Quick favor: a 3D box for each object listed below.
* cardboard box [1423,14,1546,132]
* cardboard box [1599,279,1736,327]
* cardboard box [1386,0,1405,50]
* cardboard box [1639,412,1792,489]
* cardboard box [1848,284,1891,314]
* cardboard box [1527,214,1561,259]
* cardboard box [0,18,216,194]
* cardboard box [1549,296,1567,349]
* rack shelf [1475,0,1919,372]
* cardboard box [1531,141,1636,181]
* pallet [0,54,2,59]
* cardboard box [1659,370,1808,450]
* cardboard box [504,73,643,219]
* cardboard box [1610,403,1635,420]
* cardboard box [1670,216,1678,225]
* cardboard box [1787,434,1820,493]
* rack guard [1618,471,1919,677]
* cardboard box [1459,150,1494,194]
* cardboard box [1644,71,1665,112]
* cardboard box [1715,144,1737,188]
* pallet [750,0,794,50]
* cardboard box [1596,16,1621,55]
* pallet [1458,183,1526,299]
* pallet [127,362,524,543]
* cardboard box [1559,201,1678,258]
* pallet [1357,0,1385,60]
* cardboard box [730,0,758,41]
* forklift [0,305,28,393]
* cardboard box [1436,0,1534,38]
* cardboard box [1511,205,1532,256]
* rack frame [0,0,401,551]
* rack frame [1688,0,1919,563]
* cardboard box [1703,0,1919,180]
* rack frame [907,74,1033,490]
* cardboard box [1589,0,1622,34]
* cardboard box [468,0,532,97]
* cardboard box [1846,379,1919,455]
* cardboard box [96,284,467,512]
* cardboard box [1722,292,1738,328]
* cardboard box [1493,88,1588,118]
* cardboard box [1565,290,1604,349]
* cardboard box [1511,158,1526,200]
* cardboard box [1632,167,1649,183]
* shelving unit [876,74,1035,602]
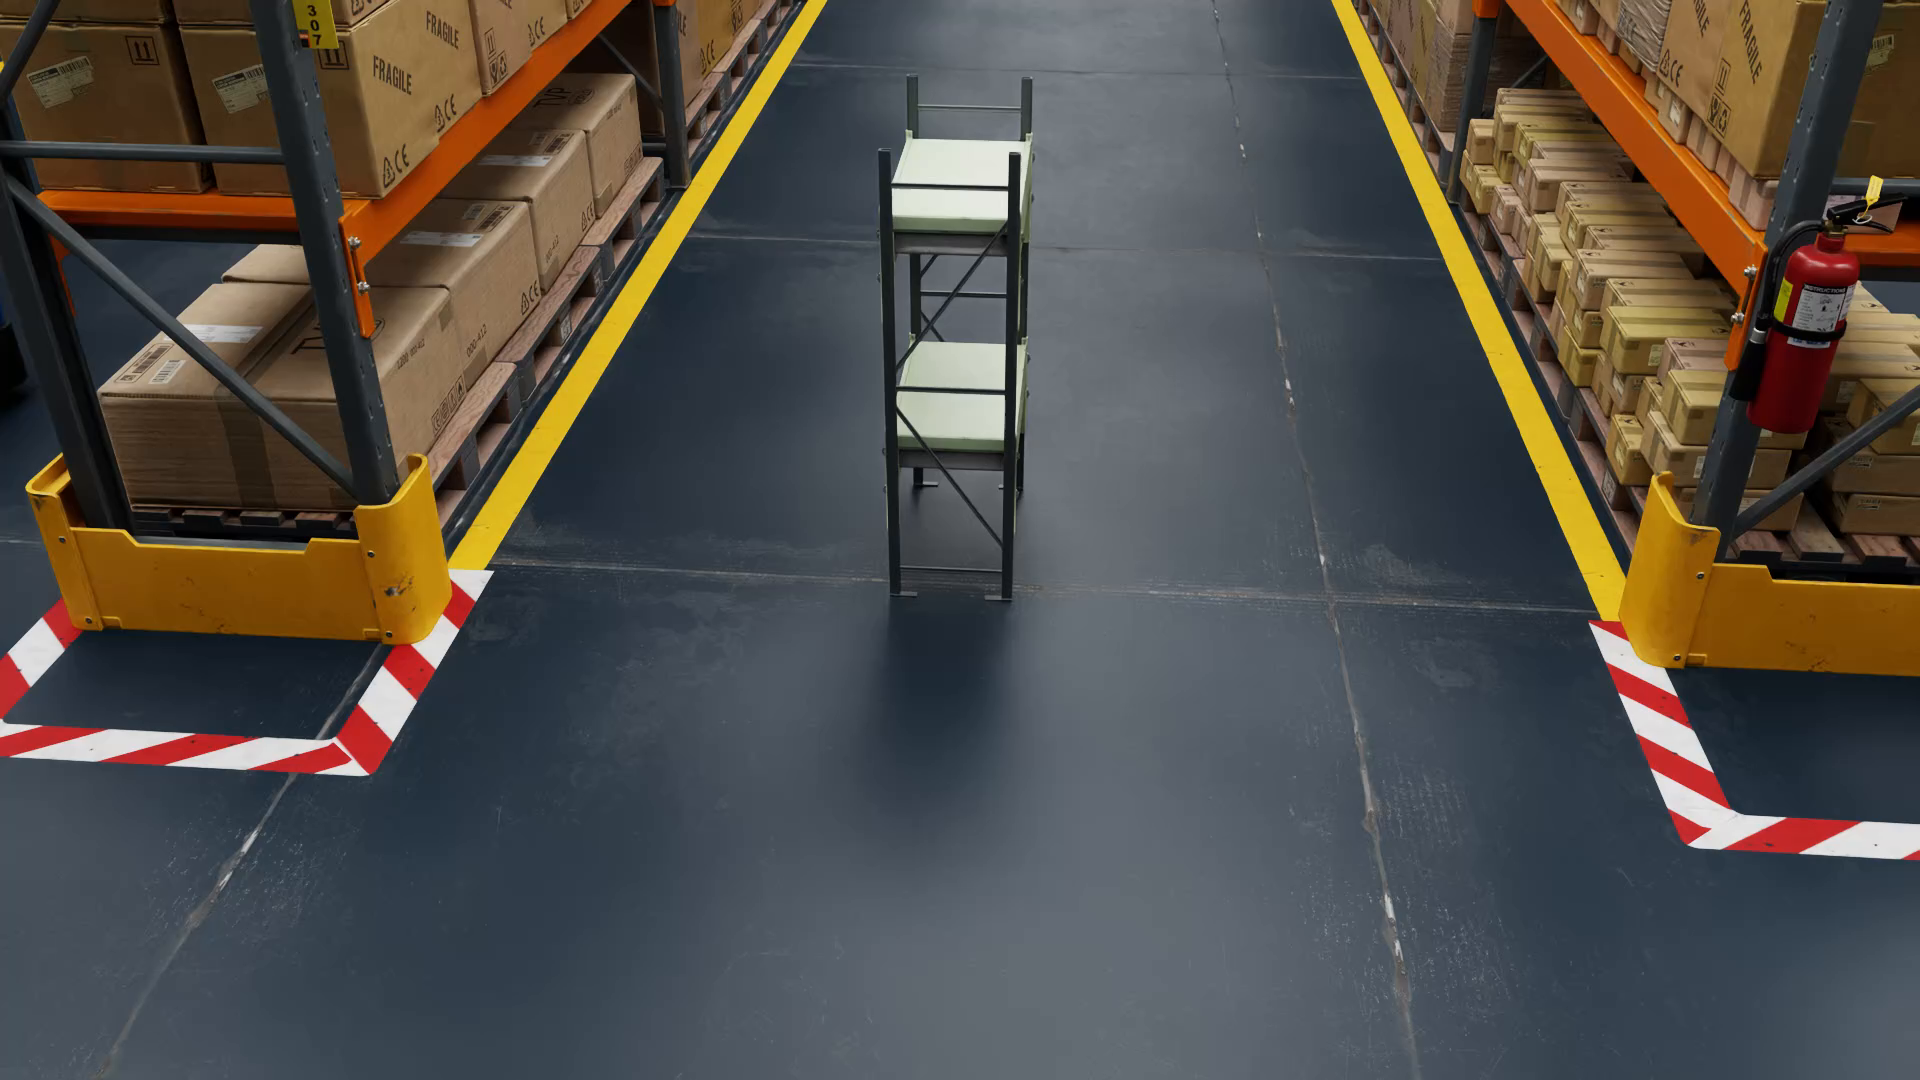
[{"bbox_3d":[2.823,-2.516,8.956,0.500,0.500,0.500,2,32,3],"label":"cardboard box"},{"bbox_3d":[2.535,-0.821,5.973,0.380,0.149,0.250,1,32,2],"label":"cardboard box"},{"bbox_3d":[2.953,-3.319,10.260,0.500,0.500,0.500,2,32,3],"label":"cardboard box"},{"bbox_3d":[2.447,-0.292,5.399,0.380,0.149,0.250,2,32,3],"label":"cardboard box"},{"bbox_3d":[3.058,-0.799,5.937,0.380,0.149,0.250,1,32,2],"label":"cardboard box"},{"bbox_3d":[2.596,-1.242,6.939,0.380,0.149,0.250,2,32,4],"label":"cardboard box"},{"bbox_3d":[-2.478,-1.377,5.030,0.500,0.500,0.500,3,32,4],"label":"cardboard box"},{"bbox_3d":[2.558,-0.843,6.575,0.380,0.149,0.250,3,32,5],"label":"cardboard box"},{"bbox_3d":[2.851,-1.652,6.257,1.077,0.370,4.000,2,32,4],"label":"rack shelf"},{"bbox_3d":[2.728,-1.638,7.299,0.380,0.149,0.250,2,32,3],"label":"cardboard box"},{"bbox_3d":[-6.750,-3.252,10.826,1.003,0.211,1.213,2,32,4],"label":"pallet"},{"bbox_3d":[2.479,-0.418,5.320,0.380,0.149,0.250,3,32,5],"label":"cardboard box"},{"bbox_3d":[-2.086,-1.927,8.059,0.875,0.438,0.875,2,32,3],"label":"cardboard box"},{"bbox_3d":[2.551,-0.435,5.913,0.380,0.149,0.250,2,32,4],"label":"cardboard box"},{"bbox_3d":[3.130,-1.234,6.927,0.380,0.149,0.250,1,32,2],"label":"cardboard box"},{"bbox_3d":[2.990,-0.278,5.659,0.380,0.149,0.250,2,32,4],"label":"cardboard box"},{"bbox_3d":[2.695,0.112,5.091,1.175,0.500,0.348,2,32,4],"label":"rack guard"},{"bbox_3d":[2.664,-1.792,8.116,0.380,0.149,0.250,1,32,2],"label":"cardboard box"},{"bbox_3d":[2.545,-1.519,5.595,0.380,0.149,0.250,1,32,2],"label":"cardboard box"},{"bbox_3d":[2.491,-1.116,4.942,0.380,0.149,0.250,2,32,4],"label":"cardboard box"},{"bbox_3d":[-1.741,-3.658,11.484,1.003,0.211,1.213,2,32,4],"label":"pallet"},{"bbox_3d":[2.630,-1.930,6.262,0.380,0.149,0.250,4,32,6],"label":"cardboard box"},{"bbox_3d":[2.995,-1.464,7.924,1.003,0.211,1.213,2,32,4],"label":"pallet"},{"bbox_3d":[-2.266,-0.305,6.044,1.003,0.211,1.213,2,32,4],"label":"pallet"},{"bbox_3d":[2.627,-1.235,6.645,0.380,0.149,0.250,3,32,4],"label":"cardboard box"},{"bbox_3d":[3.275,-3.500,11.228,1.003,0.211,1.213,2,32,4],"label":"pallet"},{"bbox_3d":[-1.818,-3.704,10.527,0.875,0.875,0.875,3,32,5],"label":"cardboard box"},{"bbox_3d":[-5.283,-1.967,6.148,3.031,2.935,1.130,15,35,23],"label":"forklift"},{"bbox_3d":[2.823,-2.838,8.764,0.500,0.250,0.500,2,32,3],"label":"cardboard box"},{"bbox_3d":[2.703,-1.386,7.457,0.380,0.149,0.250,2,32,3],"label":"cardboard box"},{"bbox_3d":[-2.253,-1.071,4.629,1.000,3.000,0.127,2,32,4],"label":"rack frame"},{"bbox_3d":[2.688,-0.912,4.371,1.000,3.000,0.127,2,32,4],"label":"rack frame"},{"bbox_3d":[2.468,-1.327,4.666,0.500,0.500,0.500,3,32,5],"label":"cardboard box"},{"bbox_3d":[0.030,-0.833,5.673,0.400,1.500,0.023,2,32,4],"label":"rack frame"},{"bbox_3d":[2.598,-2.122,5.956,0.500,0.500,0.500,4,32,6],"label":"cardboard box"},{"bbox_3d":[-1.855,-1.883,5.851,0.500,0.500,0.500,2,32,4],"label":"cardboard box"},{"bbox_3d":[3.070,-0.390,5.274,0.380,0.149,0.250,1,32,2],"label":"cardboard box"},{"bbox_3d":[-2.299,-0.508,5.758,0.875,0.438,0.875,1,32,2],"label":"cardboard box"},{"bbox_3d":[3.053,-0.812,6.242,0.380,0.149,0.250,1,32,2],"label":"cardboard box"},{"bbox_3d":[2.780,-2.051,7.969,0.380,0.149,0.250,4,32,6],"label":"cardboard box"},{"bbox_3d":[2.517,-0.835,6.280,0.380,0.149,0.250,3,32,5],"label":"cardboard box"},{"bbox_3d":[2.750,-1.655,7.609,0.380,0.149,0.250,2,32,4],"label":"cardboard box"},{"bbox_3d":[3.151,-1.627,7.281,0.380,0.149,0.250,3,32,6],"label":"cardboard box"},{"bbox_3d":[0.001,-0.642,5.362,0.431,1.500,0.755,2,32,4],"label":"shelving unit"}]
